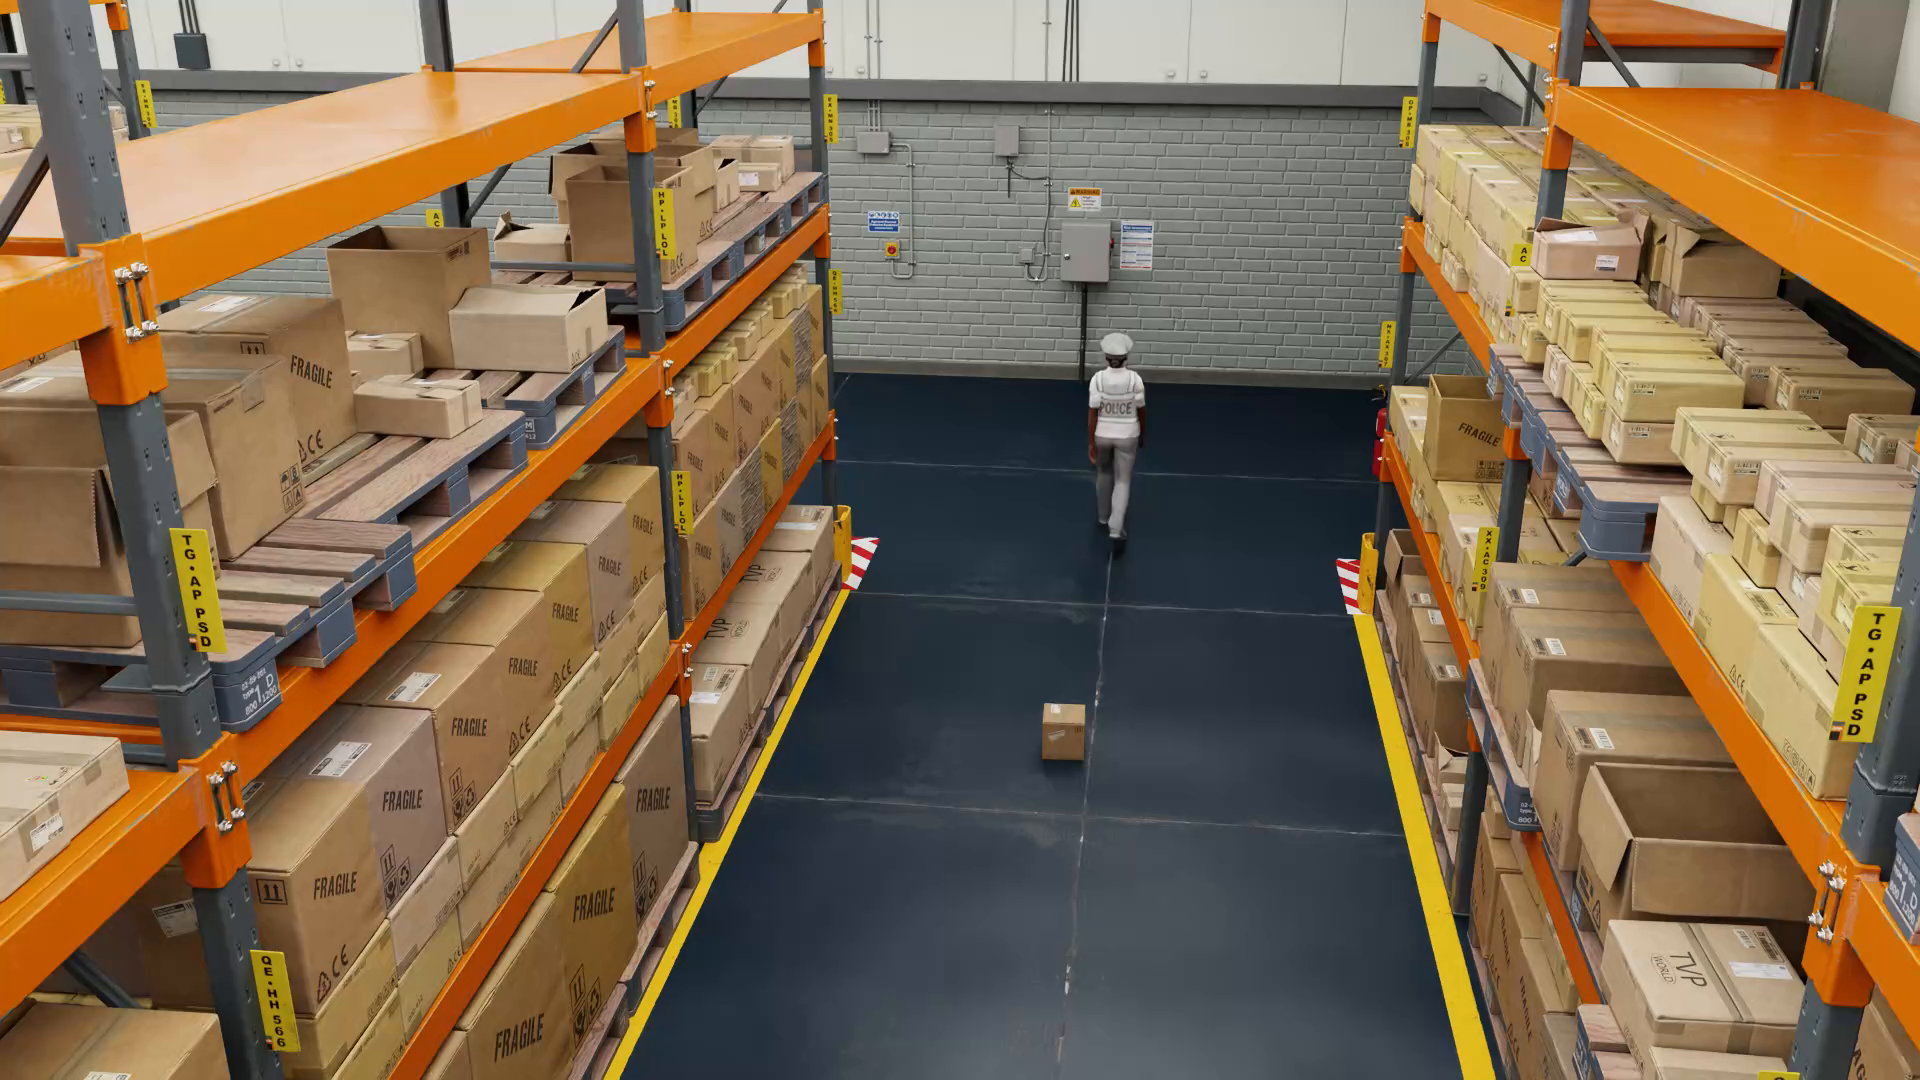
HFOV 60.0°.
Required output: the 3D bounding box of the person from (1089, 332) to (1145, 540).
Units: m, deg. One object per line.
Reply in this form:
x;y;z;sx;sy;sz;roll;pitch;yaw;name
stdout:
1.234;-0.824;13.147;0.441;1.641;0.937;4;22;9;person
